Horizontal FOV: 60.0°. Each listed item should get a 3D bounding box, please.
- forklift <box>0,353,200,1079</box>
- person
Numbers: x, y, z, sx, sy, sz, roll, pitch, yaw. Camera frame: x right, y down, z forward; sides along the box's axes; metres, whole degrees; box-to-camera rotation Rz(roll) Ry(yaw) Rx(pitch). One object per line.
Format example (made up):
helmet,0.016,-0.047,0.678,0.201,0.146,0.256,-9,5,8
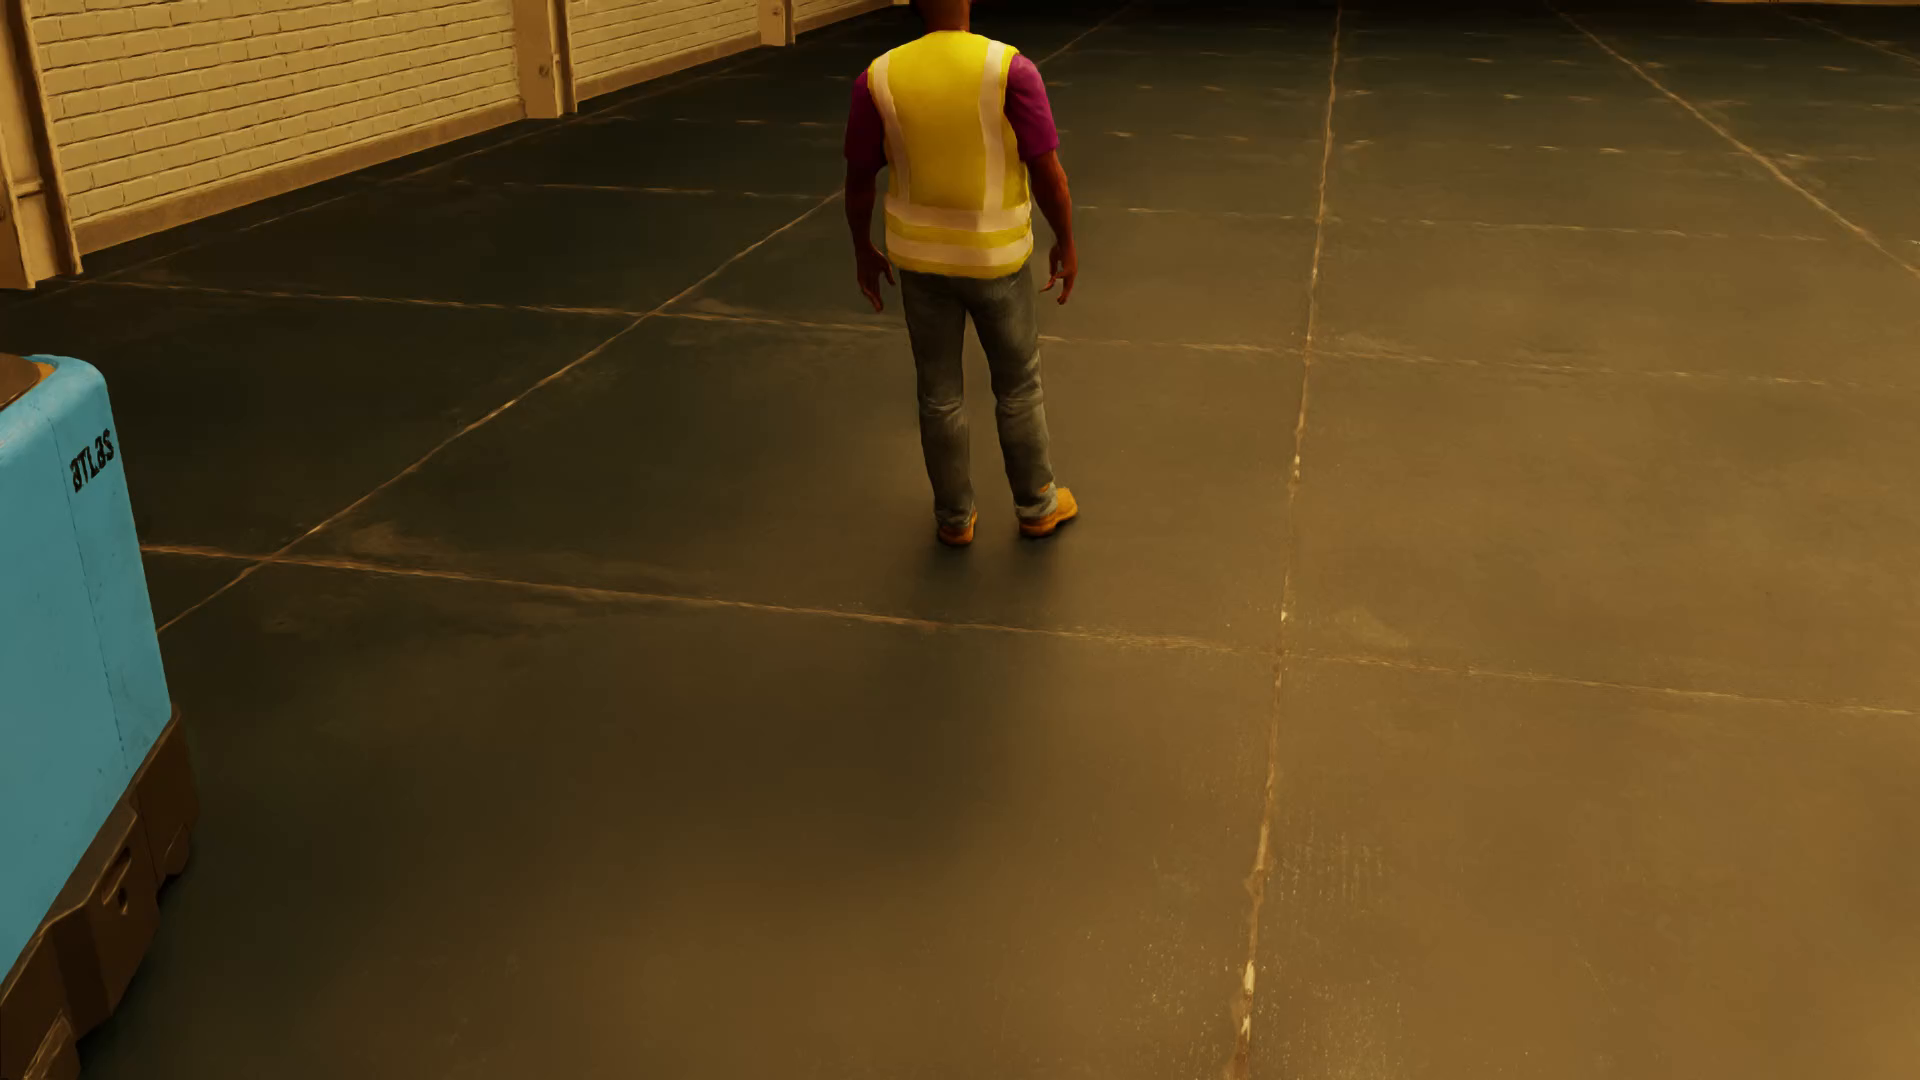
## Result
forklift,-1.944,-0.150,1.634,1.130,2.935,3.031,-3,22,-7
person,0.020,-0.850,4.874,0.665,1.766,0.576,5,23,11
